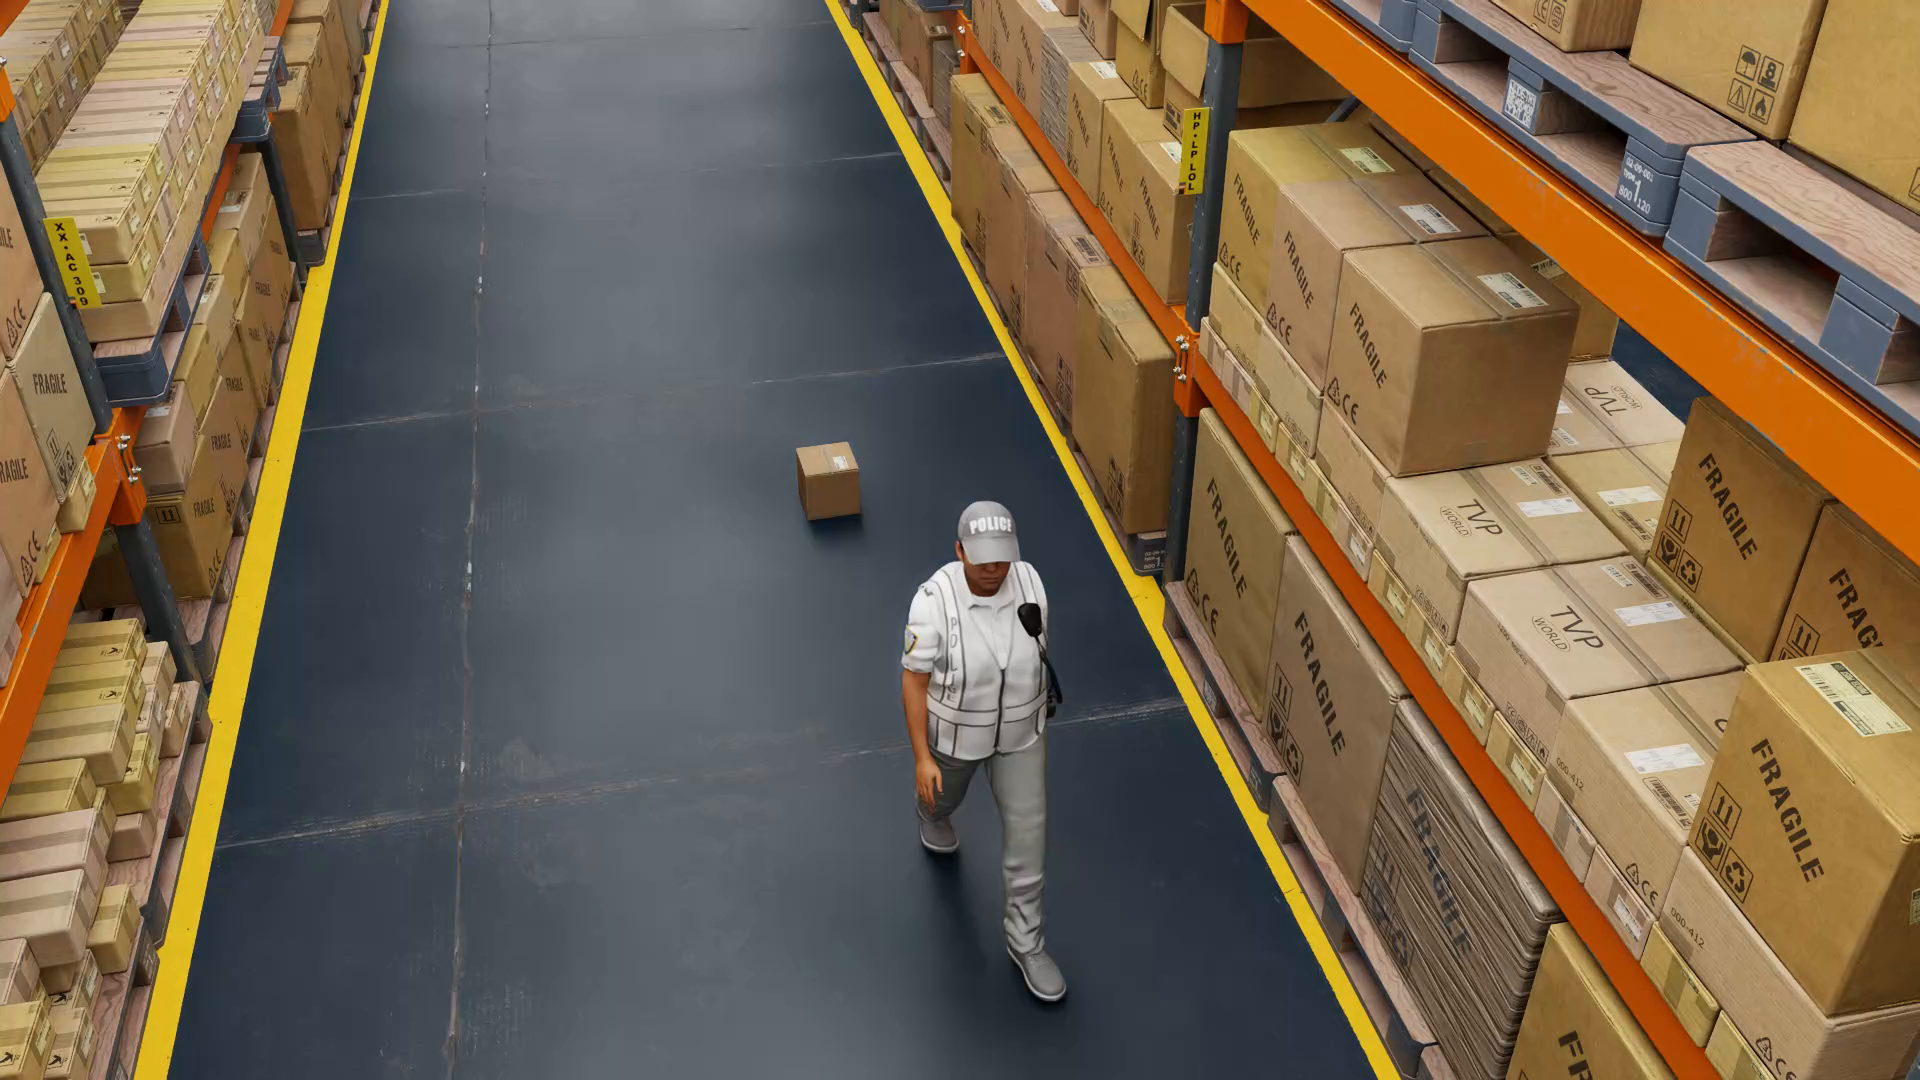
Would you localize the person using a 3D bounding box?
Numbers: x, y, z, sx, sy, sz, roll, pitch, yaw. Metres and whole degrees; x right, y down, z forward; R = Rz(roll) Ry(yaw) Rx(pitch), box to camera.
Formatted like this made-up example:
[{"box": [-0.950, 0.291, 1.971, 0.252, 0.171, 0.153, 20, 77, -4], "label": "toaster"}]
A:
[{"box": [0.061, 0.593, 5.276, 0.497, 1.613, 0.989, -9, 36, -12], "label": "person"}]
